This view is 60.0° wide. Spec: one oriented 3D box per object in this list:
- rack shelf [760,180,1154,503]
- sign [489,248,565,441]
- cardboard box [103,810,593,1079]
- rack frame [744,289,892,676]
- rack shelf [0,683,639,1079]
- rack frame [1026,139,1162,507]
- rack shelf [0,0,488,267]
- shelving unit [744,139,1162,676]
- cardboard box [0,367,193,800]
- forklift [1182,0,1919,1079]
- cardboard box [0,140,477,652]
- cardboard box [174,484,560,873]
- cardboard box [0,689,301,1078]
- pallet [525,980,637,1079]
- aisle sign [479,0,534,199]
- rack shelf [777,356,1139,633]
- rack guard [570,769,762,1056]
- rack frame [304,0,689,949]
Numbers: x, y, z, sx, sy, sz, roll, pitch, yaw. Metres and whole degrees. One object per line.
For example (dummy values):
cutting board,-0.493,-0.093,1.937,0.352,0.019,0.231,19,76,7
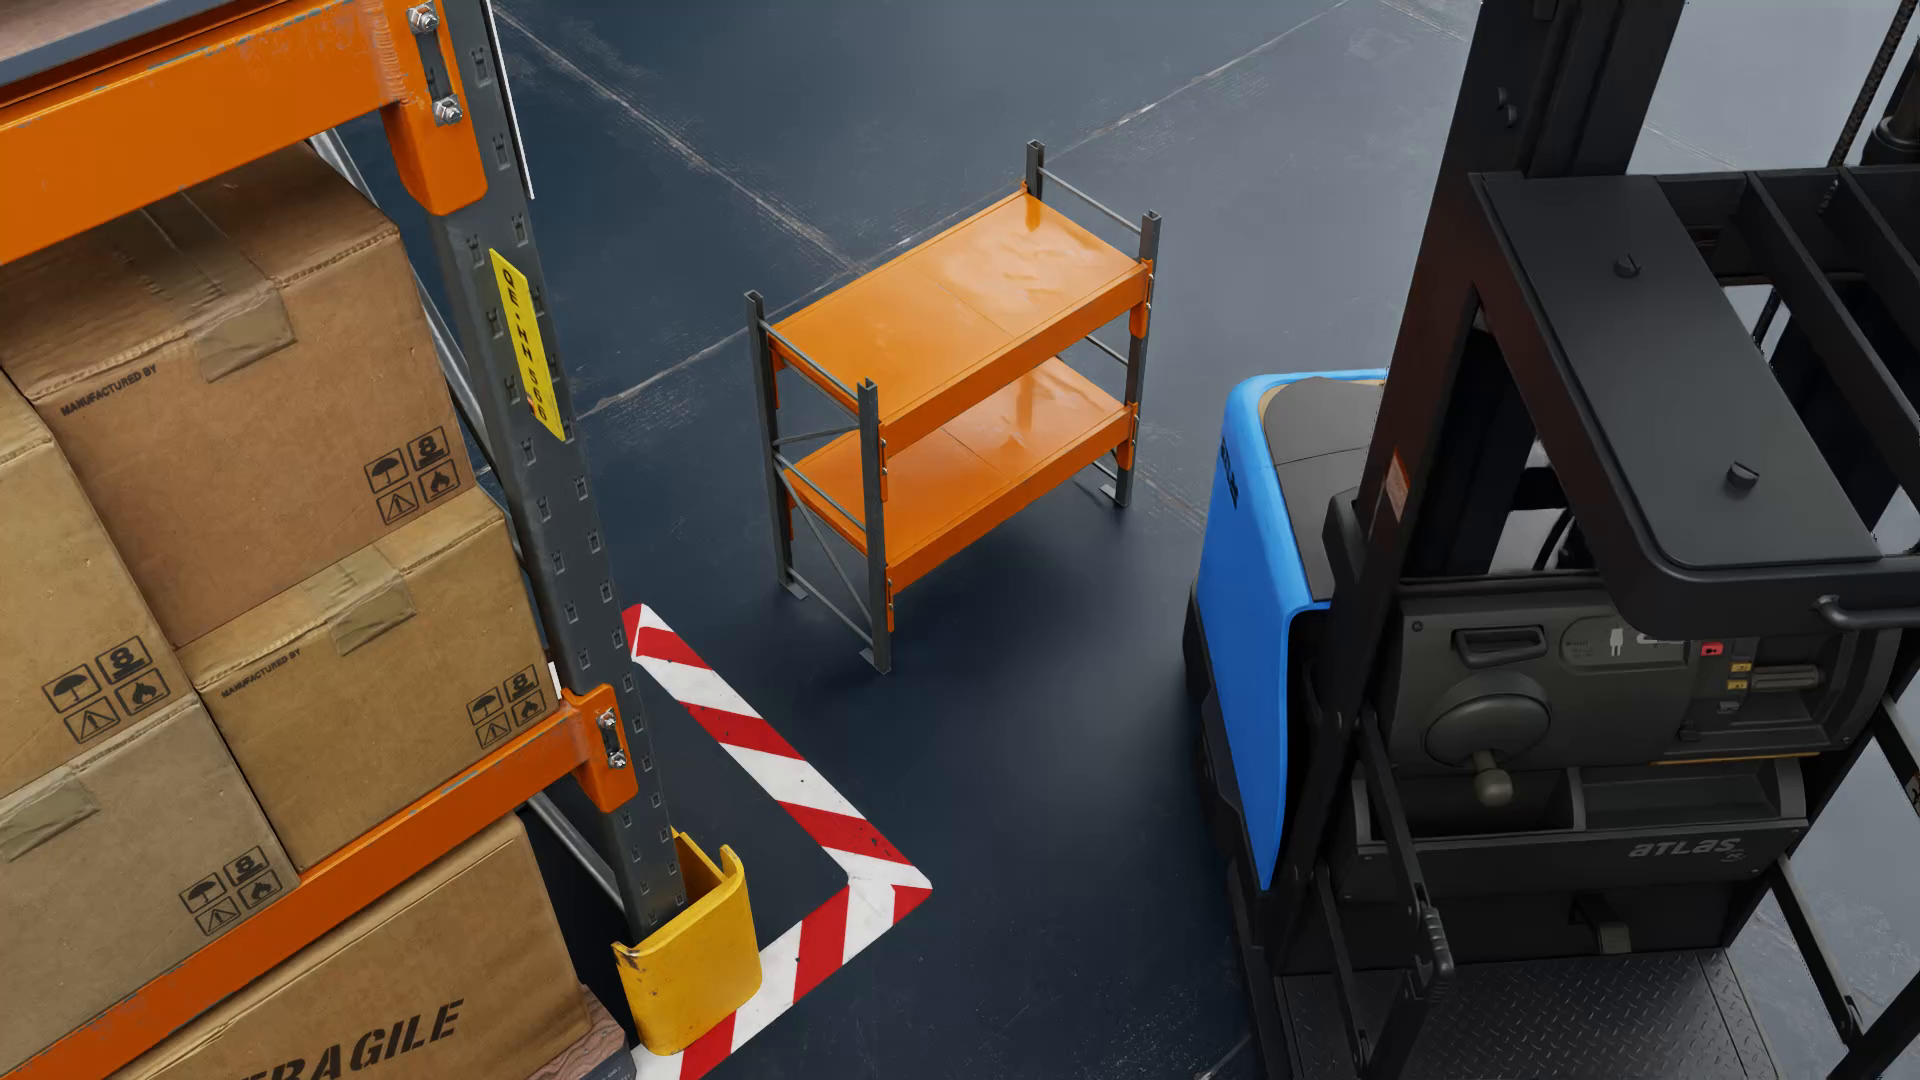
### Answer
rack shelf,-0.005,-0.577,4.618,1.000,0.278,0.538,-34,56,-27
sign,-0.658,-0.292,2.530,0.005,0.325,0.100,-34,56,-27
cardboard box,-1.470,0.828,3.605,0.875,0.875,0.875,-33,56,-27
rack frame,-0.381,-0.127,4.602,0.032,1.125,0.500,-34,56,-27
rack shelf,-2.492,1.112,2.673,4.000,0.370,1.077,-34,56,-27
rack frame,0.371,-0.629,5.065,0.032,1.125,0.500,-34,56,-27
rack shelf,-2.492,0.095,1.570,4.000,0.370,1.077,-34,56,-27
shelving unit,-0.005,-0.378,4.834,1.048,1.125,0.538,-34,56,-27
cardboard box,-1.658,-0.054,2.422,0.550,0.550,0.875,-34,56,-27
forklift,1.275,0.375,2.909,1.130,2.935,3.031,-3,47,-3
cardboard box,-1.313,-0.376,2.719,0.550,0.550,0.875,-34,56,-27
cardboard box,-1.257,0.036,3.074,0.550,0.550,0.875,-34,56,-27
cardboard box,-1.649,0.320,2.812,0.550,0.550,0.875,-34,56,-27
pallet,-1.552,1.262,3.942,1.213,0.211,1.003,-34,56,-27
aisle sign,-0.758,-0.875,2.247,0.004,0.787,0.394,-34,56,-27
rack shelf,-0.005,-0.212,5.013,1.000,0.278,0.538,-34,56,-27
rack guard,-0.995,0.715,4.250,0.348,0.500,1.175,-34,56,-27
rack frame,-1.013,-0.121,3.321,0.127,3.000,1.000,-34,56,-27
